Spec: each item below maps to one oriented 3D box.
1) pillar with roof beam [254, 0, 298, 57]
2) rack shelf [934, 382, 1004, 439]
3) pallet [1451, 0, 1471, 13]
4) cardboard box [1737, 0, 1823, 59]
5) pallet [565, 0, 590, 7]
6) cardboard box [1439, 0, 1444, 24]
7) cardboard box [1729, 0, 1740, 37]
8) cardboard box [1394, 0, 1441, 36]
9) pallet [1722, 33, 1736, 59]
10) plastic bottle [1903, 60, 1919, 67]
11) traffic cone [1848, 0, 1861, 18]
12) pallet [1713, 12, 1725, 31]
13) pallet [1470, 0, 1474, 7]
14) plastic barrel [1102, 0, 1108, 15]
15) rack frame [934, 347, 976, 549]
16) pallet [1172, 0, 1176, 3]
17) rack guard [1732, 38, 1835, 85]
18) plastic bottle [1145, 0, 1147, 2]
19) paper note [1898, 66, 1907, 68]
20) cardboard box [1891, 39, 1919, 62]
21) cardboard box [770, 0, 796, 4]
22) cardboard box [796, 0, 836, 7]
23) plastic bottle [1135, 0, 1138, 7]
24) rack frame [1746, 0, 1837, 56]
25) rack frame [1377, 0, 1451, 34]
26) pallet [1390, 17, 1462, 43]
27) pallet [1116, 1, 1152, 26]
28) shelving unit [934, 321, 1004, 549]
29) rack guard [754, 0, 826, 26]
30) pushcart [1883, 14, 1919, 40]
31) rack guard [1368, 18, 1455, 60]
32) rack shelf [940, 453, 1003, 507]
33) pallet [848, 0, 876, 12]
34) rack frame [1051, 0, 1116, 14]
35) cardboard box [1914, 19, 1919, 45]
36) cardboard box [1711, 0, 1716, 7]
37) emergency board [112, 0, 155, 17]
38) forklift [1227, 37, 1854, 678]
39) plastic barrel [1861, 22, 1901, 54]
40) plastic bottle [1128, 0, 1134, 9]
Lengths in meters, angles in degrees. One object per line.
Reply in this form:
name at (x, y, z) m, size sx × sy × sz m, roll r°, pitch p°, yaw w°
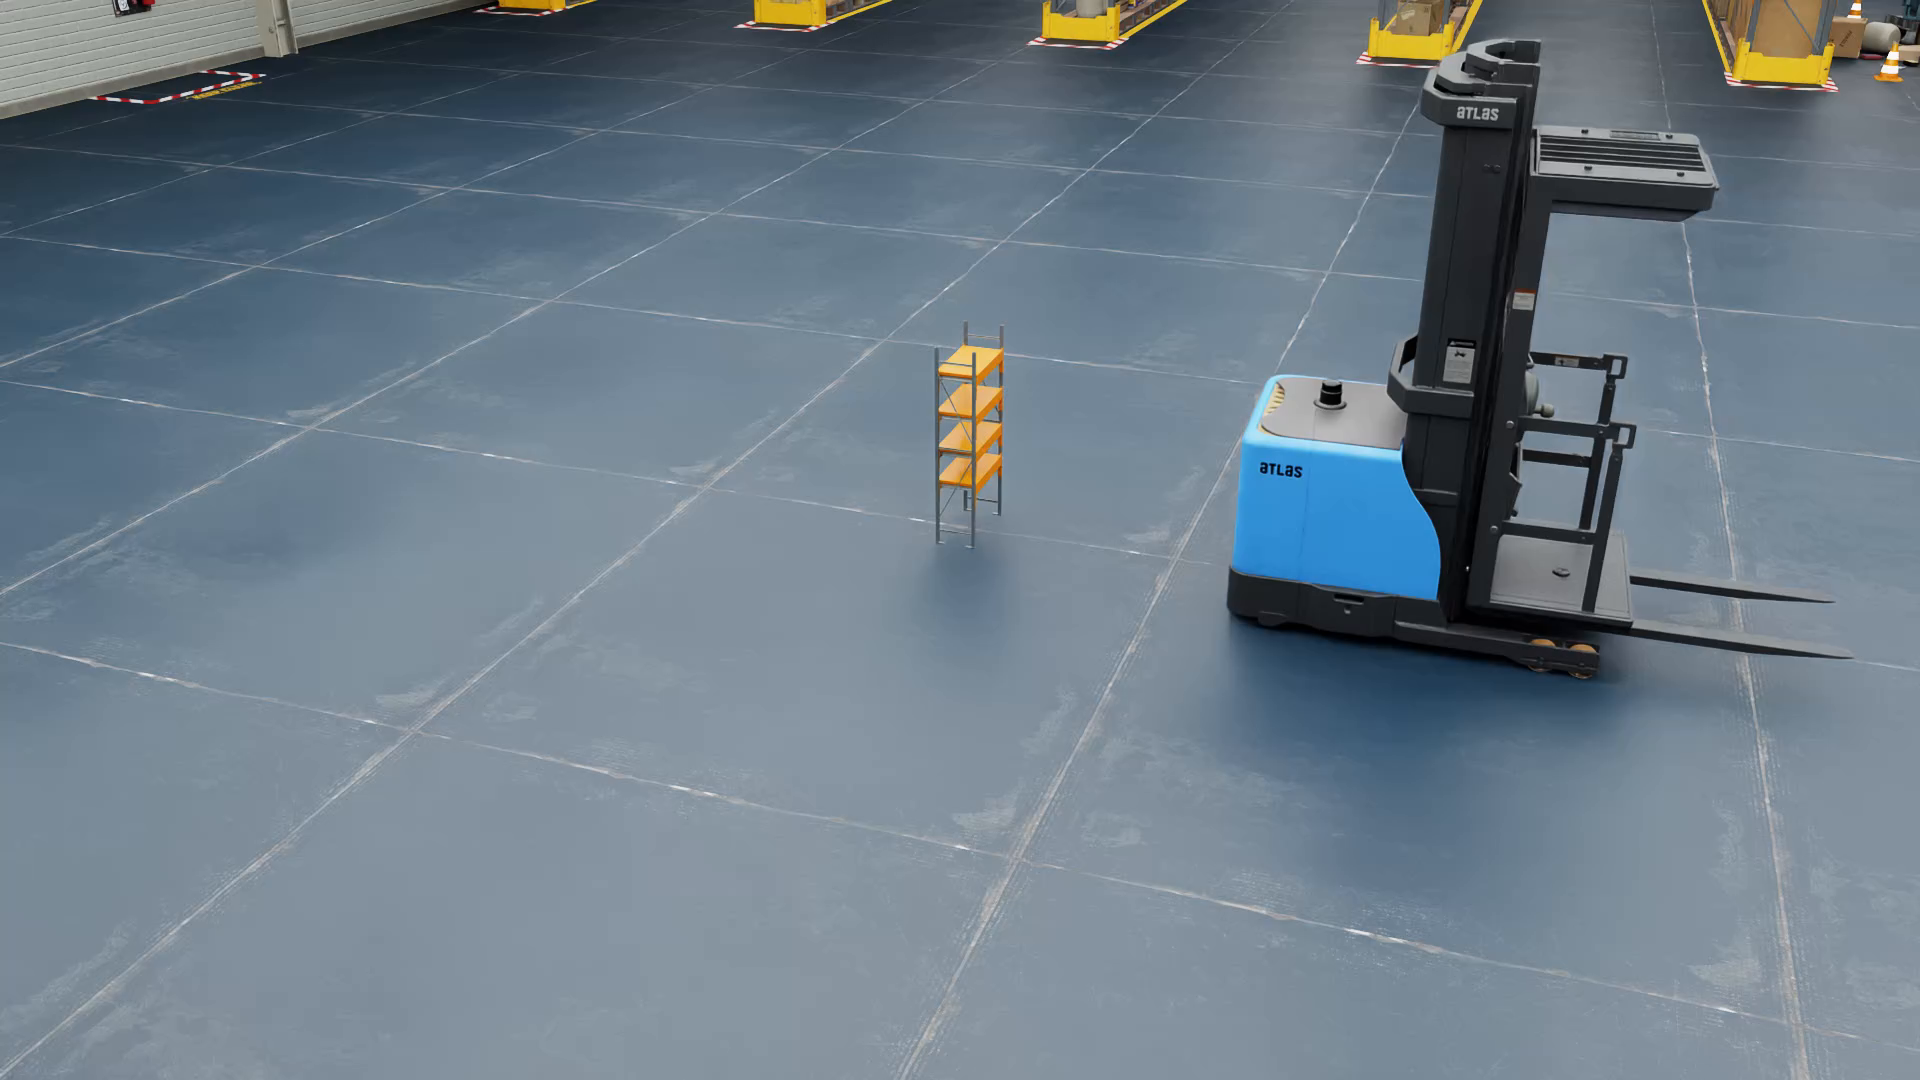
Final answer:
pillar with roof beam at (-5.967, -10.596, 21.309) m, size 9.100 × 9.000 × 0.400 m, roll 9°, pitch 27°, yaw 17°
rack shelf at (0.055, -0.749, 9.561) m, size 0.258 × 0.148 × 0.480 m, roll 9°, pitch 27°, yaw 17°
pallet at (8.155, -9.127, 28.358) m, size 1.003 × 0.211 × 1.213 m, roll 9°, pitch 27°, yaw 17°
cardboard box at (11.373, -7.178, 23.090) m, size 0.875 × 0.875 × 0.875 m, roll 9°, pitch 27°, yaw 18°
pallet at (-7.118, -9.678, 29.496) m, size 1.003 × 0.211 × 1.213 m, roll 9°, pitch 27°, yaw 17°
cardboard box at (7.182, -8.241, 25.716) m, size 0.500 × 0.500 × 0.500 m, roll 11°, pitch 28°, yaw 22°
cardboard box at (11.969, -7.915, 24.611) m, size 0.875 × 0.875 × 0.875 m, roll 9°, pitch 27°, yaw 18°
cardboard box at (6.789, -7.736, 24.673) m, size 0.500 × 0.500 × 0.500 m, roll 14°, pitch 29°, yaw 27°
pallet at (11.809, -7.242, 24.465) m, size 1.003 × 0.211 × 1.213 m, roll 9°, pitch 27°, yaw 17°
plastic bottle at (13.575, -6.819, 23.763) m, size 0.133 × 0.061 × 0.283 m, roll 0°, pitch 26°, yaw -1°
traffic cone at (14.411, -8.491, 26.757) m, size 0.336 × 0.463 × 0.334 m, roll 9°, pitch 27°, yaw 17°
pallet at (12.726, -8.374, 26.803) m, size 1.003 × 0.211 × 1.213 m, roll 9°, pitch 27°, yaw 17°
pallet at (8.559, -9.630, 29.397) m, size 1.003 × 0.211 × 1.213 m, roll 9°, pitch 27°, yaw 17°
plastic barrel at (2.209, -8.693, 26.636) m, size 0.421 × 0.512 × 0.421 m, roll 0°, pitch 26°, yaw 0°
rack frame at (-0.026, -0.508, 9.422) m, size 0.240 × 1.200 × 0.015 m, roll 9°, pitch 27°, yaw 17°
pallet at (3.451, -9.854, 29.859) m, size 1.003 × 0.211 × 1.213 m, roll 9°, pitch 27°, yaw 17°
rack guard at (11.202, -6.522, 22.648) m, size 1.175 × 0.500 × 0.348 m, roll 9°, pitch 27°, yaw 17°
plastic bottle at (3.055, -9.168, 27.864) m, size 0.152 × 0.276 × 0.135 m, roll 9°, pitch 27°, yaw 18°
paper note at (13.318, -6.701, 23.558) m, size 0.144 × 0.017 × 0.142 m, roll 20°, pitch 32°, yaw 35°
cardboard box at (13.705, -7.097, 24.103) m, size 0.396 × 0.266 × 0.258 m, roll 14°, pitch 29°, yaw 26°
cardboard box at (-2.875, -9.071, 27.716) m, size 0.500 × 0.250 × 0.500 m, roll 9°, pitch 27°, yaw 17°
cardboard box at (-2.386, -8.996, 27.561) m, size 0.500 × 0.250 × 0.500 m, roll 9°, pitch 27°, yaw 17°
plastic bottle at (2.885, -8.902, 27.306) m, size 0.061 × 0.283 × 0.133 m, roll 9°, pitch 27°, yaw 18°
rack frame at (11.210, -7.657, 22.123) m, size 1.000 × 3.000 × 0.127 m, roll 9°, pitch 27°, yaw 17°
rack frame at (6.566, -8.418, 23.695) m, size 1.000 × 3.000 × 0.127 m, roll 9°, pitch 27°, yaw 17°
pallet at (7.302, -8.023, 26.078) m, size 1.003 × 0.211 × 1.213 m, roll 9°, pitch 27°, yaw 17°
pallet at (2.559, -8.752, 27.584) m, size 1.003 × 0.211 × 1.213 m, roll 9°, pitch 27°, yaw 17°
shelving unit at (0.055, -0.608, 9.629) m, size 0.258 × 1.200 × 0.503 m, roll 9°, pitch 27°, yaw 17°
rack guard at (-2.783, -8.721, 27.189) m, size 1.175 × 0.500 × 0.348 m, roll 9°, pitch 27°, yaw 17°
pushcart at (15.075, -7.755, 25.333) m, size 1.648 × 0.377 × 0.936 m, roll 0°, pitch 26°, yaw -1°
rack guard at (6.591, -7.324, 24.304) m, size 1.175 × 0.500 × 0.348 m, roll 9°, pitch 27°, yaw 17°
rack shelf at (0.055, -0.369, 9.745) m, size 0.258 × 0.148 × 0.480 m, roll 9°, pitch 27°, yaw 17°
pallet at (-2.152, -9.421, 28.966) m, size 1.003 × 0.211 × 1.213 m, roll 9°, pitch 27°, yaw 17°
rack frame at (1.895, -9.136, 25.178) m, size 1.000 × 3.000 × 0.127 m, roll 9°, pitch 27°, yaw 17°
cardboard box at (14.412, -7.393, 24.286) m, size 0.797 × 0.637 × 0.503 m, roll 9°, pitch 27°, yaw 17°
cardboard box at (12.987, -9.142, 27.288) m, size 1.050 × 0.750 × 0.750 m, roll 9°, pitch 27°, yaw 17°
emergency board at (-10.885, -7.511, 21.820) m, size 0.194 × 1.169 × 0.643 m, roll 9°, pitch 27°, yaw 17°
forklift at (2.996, -0.887, 8.219) m, size 3.031 × 2.935 × 1.130 m, roll 8°, pitch 27°, yaw 16°
plastic barrel at (13.610, -7.453, 24.657) m, size 0.421 × 0.421 × 0.512 m, roll -14°, pitch 29°, yaw -27°
plastic bottle at (2.792, -8.806, 27.122) m, size 0.097 × 0.271 × 0.097 m, roll 0°, pitch 26°, yaw 0°
